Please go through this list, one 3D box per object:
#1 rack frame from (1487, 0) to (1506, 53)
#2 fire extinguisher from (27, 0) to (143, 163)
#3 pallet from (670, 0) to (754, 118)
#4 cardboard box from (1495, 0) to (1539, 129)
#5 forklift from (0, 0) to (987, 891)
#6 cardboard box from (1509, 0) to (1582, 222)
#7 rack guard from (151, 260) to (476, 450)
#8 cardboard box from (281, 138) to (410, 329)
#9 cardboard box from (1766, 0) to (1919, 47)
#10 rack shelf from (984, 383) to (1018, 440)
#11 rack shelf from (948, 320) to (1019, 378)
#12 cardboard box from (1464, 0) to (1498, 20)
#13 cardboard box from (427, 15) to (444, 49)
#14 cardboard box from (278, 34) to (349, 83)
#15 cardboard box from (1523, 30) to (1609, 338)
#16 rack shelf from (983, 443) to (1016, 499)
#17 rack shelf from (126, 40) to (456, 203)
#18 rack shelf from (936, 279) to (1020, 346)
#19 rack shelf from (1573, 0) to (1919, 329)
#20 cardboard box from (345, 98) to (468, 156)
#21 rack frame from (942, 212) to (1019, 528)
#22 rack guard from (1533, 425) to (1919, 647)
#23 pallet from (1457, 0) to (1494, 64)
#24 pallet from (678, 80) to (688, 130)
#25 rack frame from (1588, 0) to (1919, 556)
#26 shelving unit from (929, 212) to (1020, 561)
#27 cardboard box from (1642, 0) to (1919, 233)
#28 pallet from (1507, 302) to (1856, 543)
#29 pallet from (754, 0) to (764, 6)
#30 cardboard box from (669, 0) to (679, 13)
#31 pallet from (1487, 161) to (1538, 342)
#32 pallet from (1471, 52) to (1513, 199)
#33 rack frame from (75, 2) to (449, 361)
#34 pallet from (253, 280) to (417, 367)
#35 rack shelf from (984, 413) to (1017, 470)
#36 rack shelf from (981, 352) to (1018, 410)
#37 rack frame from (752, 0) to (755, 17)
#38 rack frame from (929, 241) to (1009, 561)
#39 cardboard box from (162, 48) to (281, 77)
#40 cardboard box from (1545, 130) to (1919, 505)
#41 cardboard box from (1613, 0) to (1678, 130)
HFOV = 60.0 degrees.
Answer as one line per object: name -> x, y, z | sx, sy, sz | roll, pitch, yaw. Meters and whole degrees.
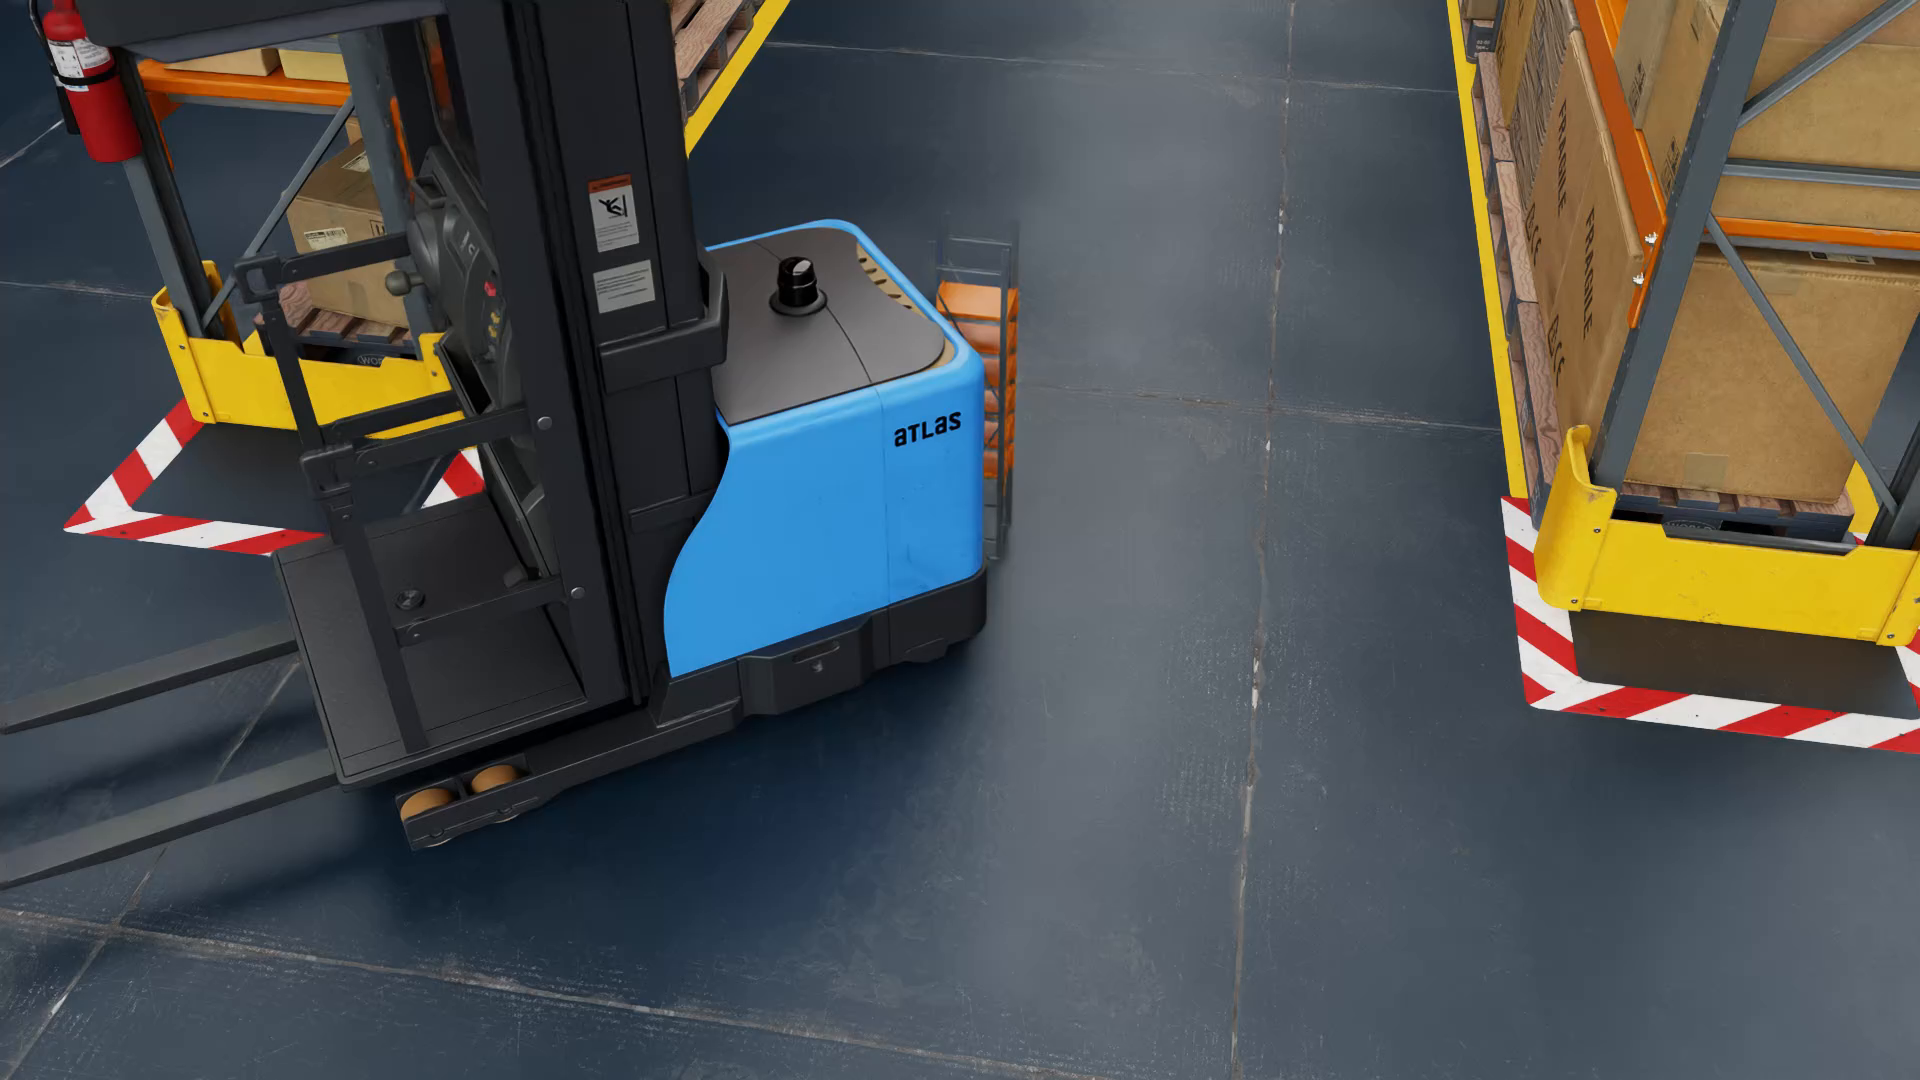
rack frame -> 3.218, -3.505, 7.636 | 1.000, 3.000, 0.127 | 6, 40, 8
fire extinguisher -> -2.815, -1.554, 5.337 | 0.296, 0.674, 0.183 | 6, 40, 8
pallet -> -1.731, -2.616, 8.748 | 1.003, 0.211, 1.213 | 6, 40, 8
cardboard box -> 3.040, -2.461, 7.711 | 0.875, 0.875, 0.875 | 7, 40, 8
forklift -> -1.465, -0.650, 4.236 | 3.031, 2.935, 1.130 | -18, 43, -21
cardboard box -> 2.888, -1.895, 7.026 | 0.875, 0.875, 0.875 | 7, 40, 8
rack guard -> -2.329, -0.690, 6.192 | 1.175, 0.500, 0.348 | 6, 40, 8
cardboard box -> -2.217, -1.194, 6.472 | 0.500, 0.500, 0.500 | 14, 41, 16
cardboard box -> 2.628, -1.698, 4.484 | 0.875, 0.550, 0.550 | 6, 40, 8
rack shelf -> 0.044, -0.431, 5.400 | 0.258, 0.103, 0.180 | 7, 40, 9
rack shelf -> 0.044, -0.616, 5.247 | 0.258, 0.103, 0.180 | 7, 40, 9
cardboard box -> 3.237, -3.200, 8.702 | 1.050, 0.750, 0.750 | 6, 40, 7
cardboard box -> -1.995, -1.816, 5.789 | 0.380, 0.149, 0.250 | 6, 40, 8
cardboard box -> -2.058, -1.661, 5.602 | 0.380, 0.149, 0.250 | 6, 40, 8
cardboard box -> 2.728, -1.323, 6.334 | 0.875, 0.875, 0.875 | 6, 40, 7
rack shelf -> 0.044, -0.246, 5.552 | 0.258, 0.103, 0.180 | 7, 40, 9
rack shelf -> -1.996, -2.583, 7.085 | 1.077, 0.370, 4.000 | 6, 40, 8
rack shelf -> 0.044, -0.709, 5.170 | 0.258, 0.103, 0.180 | 7, 40, 9
rack shelf -> 2.872, -1.973, 6.347 | 1.077, 0.370, 4.000 | 6, 40, 8
cardboard box -> -2.148, -1.573, 6.930 | 0.500, 0.500, 0.500 | 17, 42, 19
rack frame -> 0.062, -0.522, 5.440 | 0.240, 1.200, 0.006 | 7, 40, 9
rack guard -> 2.522, -0.016, 5.378 | 1.175, 0.500, 0.348 | 6, 40, 8
pallet -> 3.277, -2.923, 9.120 | 1.003, 0.211, 1.213 | 6, 40, 8
pallet -> -1.940, -1.848, 7.819 | 1.003, 0.211, 1.213 | 6, 40, 8
rack frame -> 2.526, -0.995, 4.599 | 1.000, 3.000, 0.127 | 6, 40, 8
shelving unit -> 0.044, -0.465, 5.371 | 0.258, 1.200, 0.189 | 7, 40, 9
cardboard box -> 2.545, -1.291, 4.839 | 0.875, 0.550, 0.550 | 6, 40, 8
pallet -> 2.587, -0.431, 6.105 | 1.003, 0.211, 1.213 | 6, 40, 8
pallet -> -1.516, -3.530, 9.854 | 1.003, 0.211, 1.213 | 6, 40, 8
cardboard box -> -1.758, -3.067, 8.738 | 0.500, 0.500, 0.500 | 5, 40, 6
pallet -> 2.801, -1.194, 7.029 | 1.003, 0.211, 1.213 | 6, 40, 8
pallet -> 3.009, -1.962, 7.957 | 1.003, 0.211, 1.213 | 6, 40, 8
rack frame -> -2.342, -1.605, 5.338 | 1.000, 3.000, 0.127 | 6, 40, 8
pallet -> -2.153, -1.084, 6.896 | 1.003, 0.211, 1.213 | 6, 40, 8
rack shelf -> 0.044, -0.339, 5.476 | 0.258, 0.103, 0.180 | 7, 40, 9
rack shelf -> 0.044, -0.524, 5.323 | 0.258, 0.103, 0.180 | 7, 40, 9
rack frame -> -1.650, -4.116, 8.374 | 1.000, 3.000, 0.127 | 6, 40, 8
rack frame -> 0.025, -0.408, 5.302 | 0.240, 1.200, 0.006 | 7, 40, 9
cardboard box -> -2.496, -1.710, 5.661 | 0.380, 0.149, 0.250 | 6, 40, 8
cardboard box -> 2.578, -0.771, 5.666 | 0.875, 0.875, 0.875 | 7, 40, 8
cardboard box -> 2.619, -1.638, 5.260 | 0.875, 0.550, 0.550 | 6, 40, 8
